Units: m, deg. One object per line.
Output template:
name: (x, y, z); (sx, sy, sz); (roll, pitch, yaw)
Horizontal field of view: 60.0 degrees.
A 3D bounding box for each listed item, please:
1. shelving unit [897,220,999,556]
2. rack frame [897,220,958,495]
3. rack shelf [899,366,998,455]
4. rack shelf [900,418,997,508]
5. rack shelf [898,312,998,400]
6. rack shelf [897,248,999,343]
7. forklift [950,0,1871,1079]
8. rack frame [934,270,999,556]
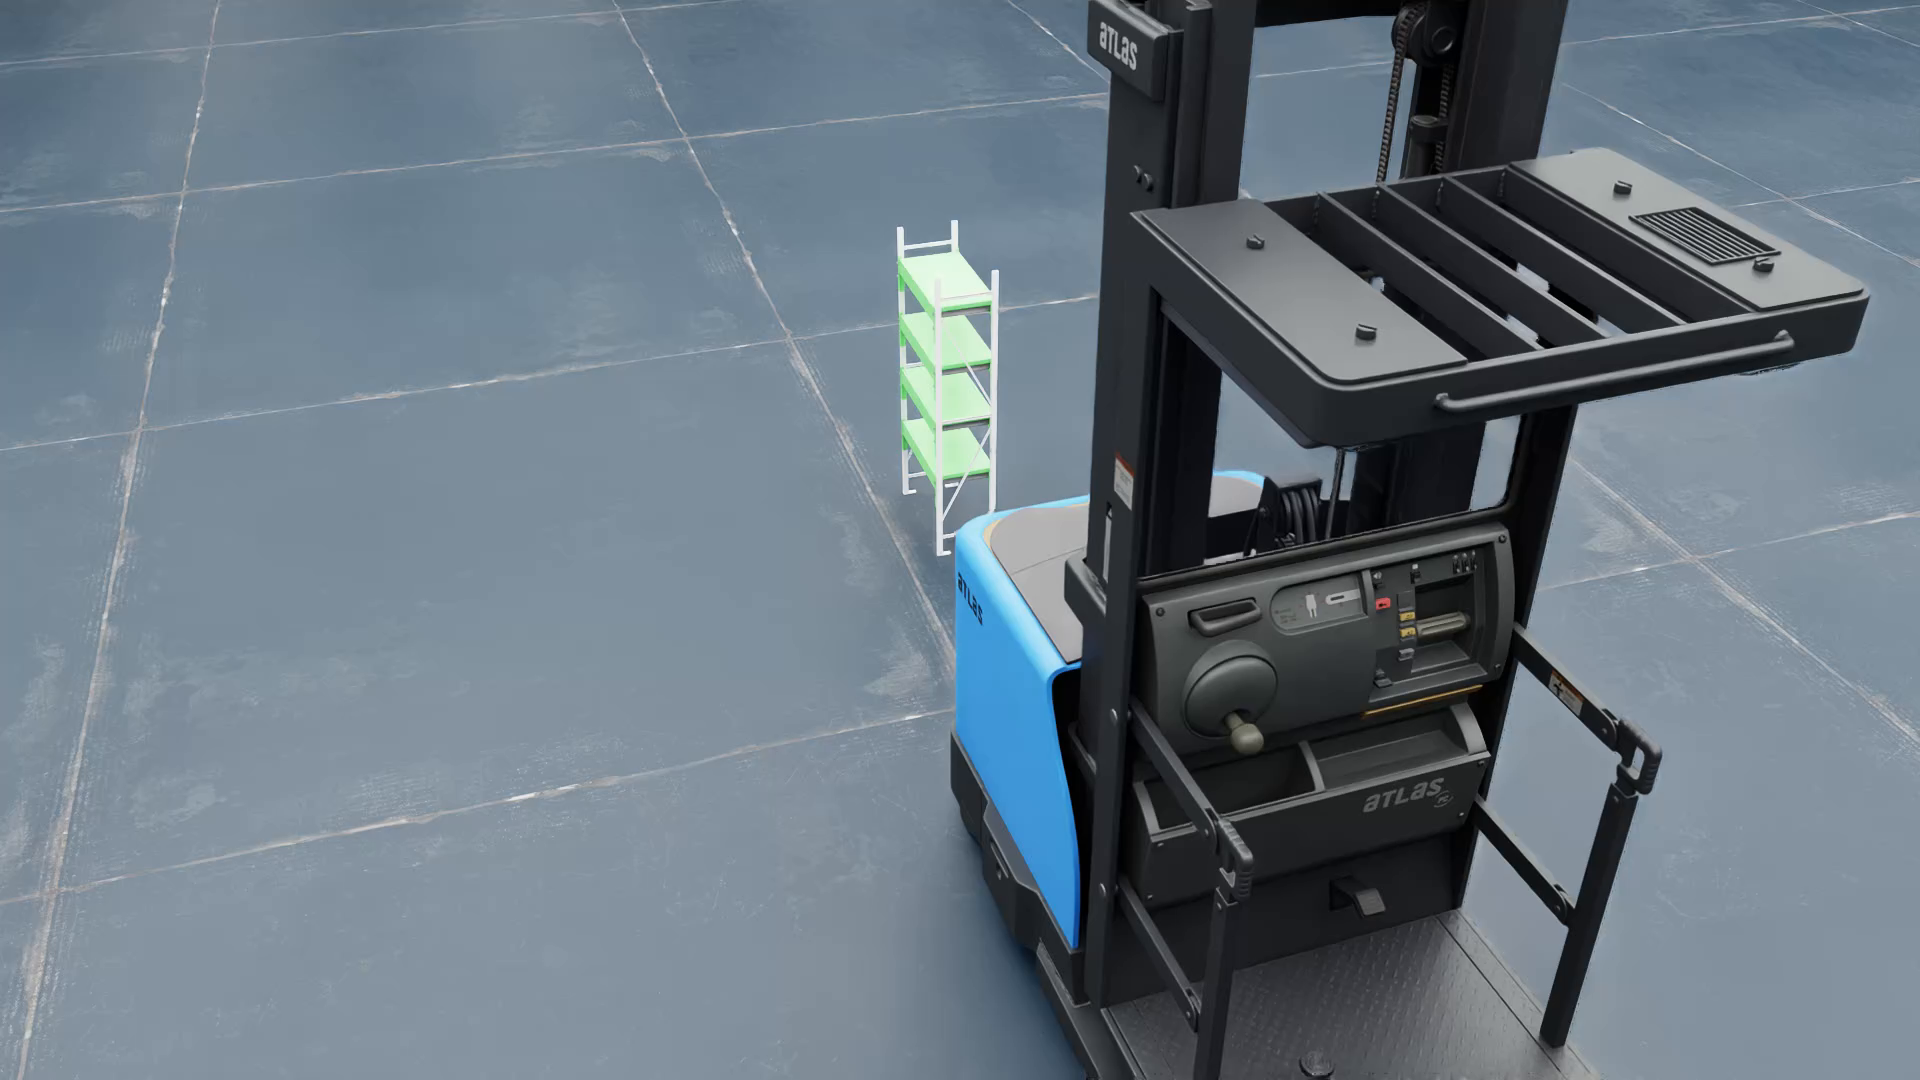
shelving unit: (-0.050, -0.587, 6.551); (0.258, 1.200, 0.503); (-10, 35, -15)
rack frame: (-0.125, -0.716, 6.745); (0.240, 1.200, 0.015); (-10, 35, -15)
rack shelf: (-0.050, -0.534, 6.586); (0.258, 0.148, 0.480); (-10, 35, -15)
rack shelf: (-0.050, -0.334, 6.718); (0.258, 0.148, 0.480); (-10, 35, -15)
rack shelf: (-0.050, -0.734, 6.454); (0.258, 0.148, 0.480); (-10, 35, -15)
rack shelf: (-0.050, -0.935, 6.321); (0.258, 0.148, 0.480); (-10, 35, -15)
forklift: (0.937, 0.289, 3.655); (1.130, 2.935, 3.031); (-11, 35, -16)
rack frame: (0.024, -0.459, 6.357); (0.240, 1.200, 0.015); (-10, 35, -15)
